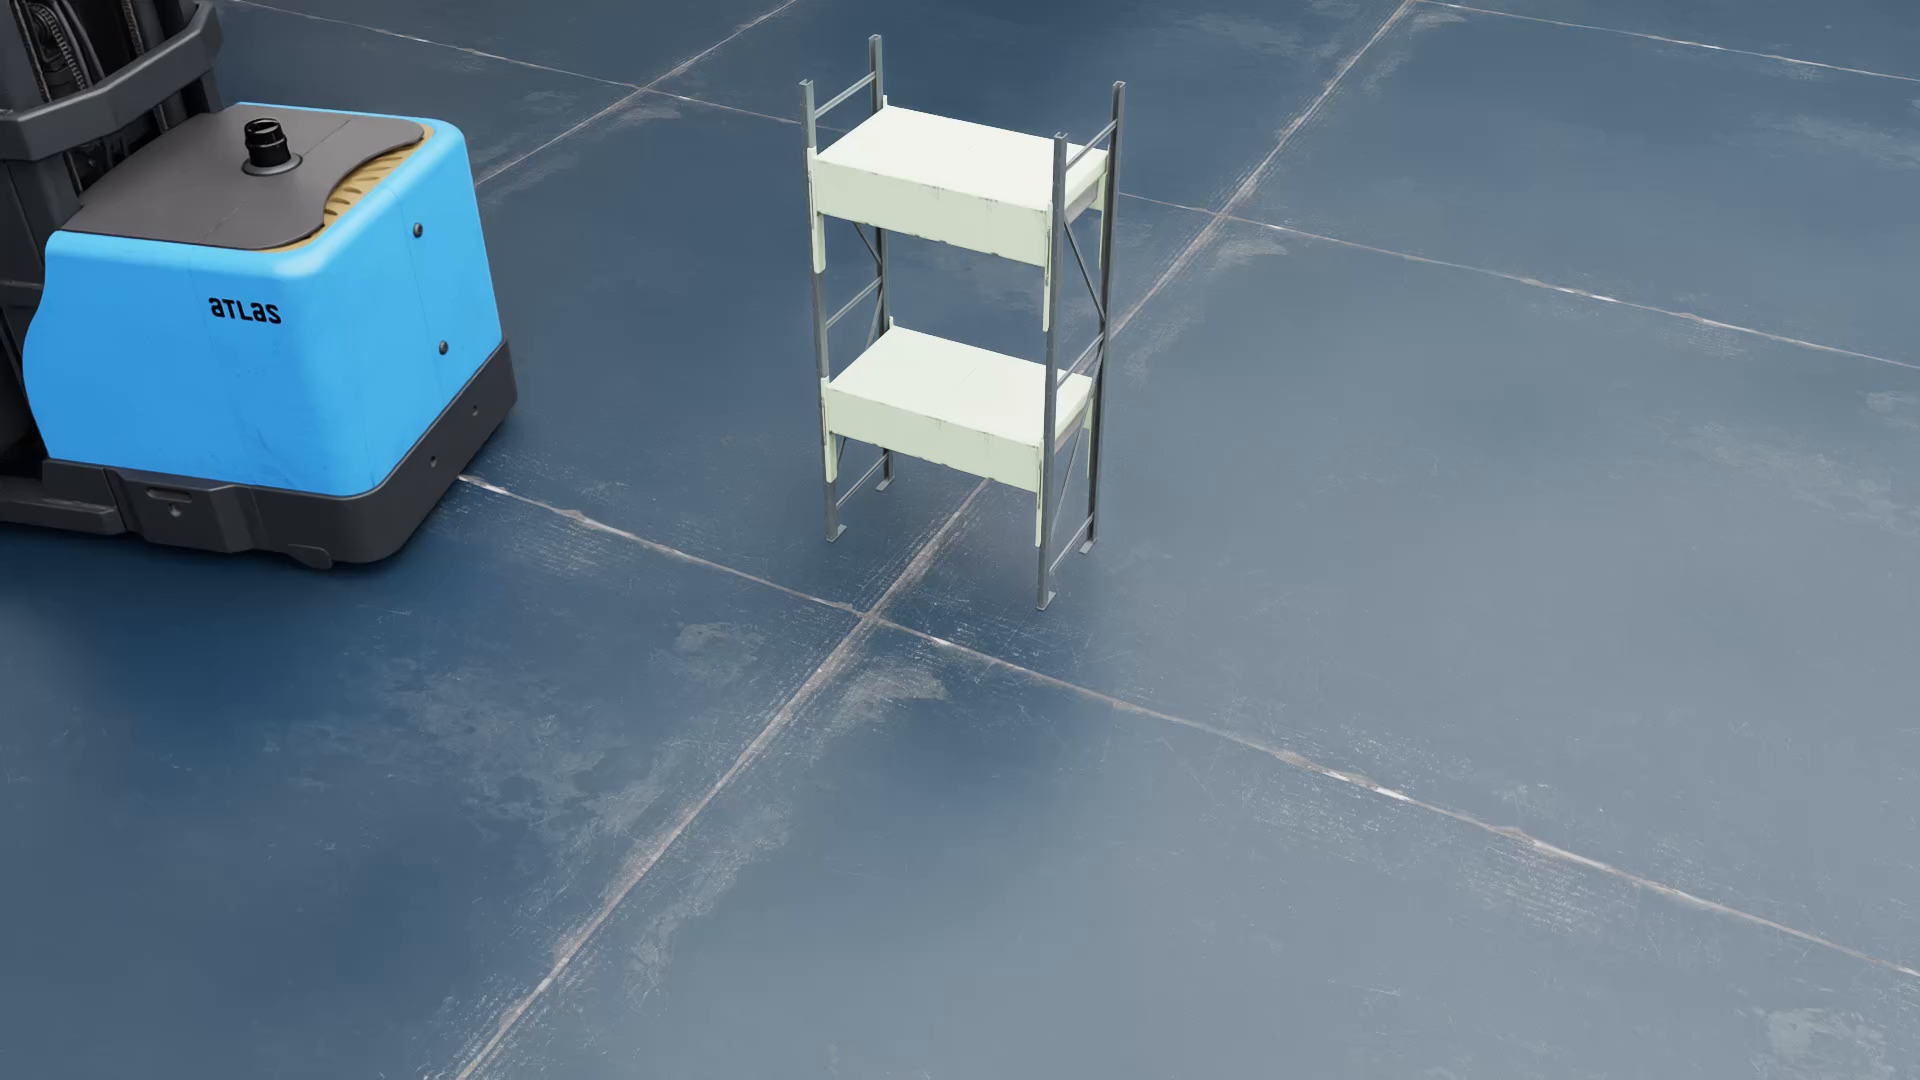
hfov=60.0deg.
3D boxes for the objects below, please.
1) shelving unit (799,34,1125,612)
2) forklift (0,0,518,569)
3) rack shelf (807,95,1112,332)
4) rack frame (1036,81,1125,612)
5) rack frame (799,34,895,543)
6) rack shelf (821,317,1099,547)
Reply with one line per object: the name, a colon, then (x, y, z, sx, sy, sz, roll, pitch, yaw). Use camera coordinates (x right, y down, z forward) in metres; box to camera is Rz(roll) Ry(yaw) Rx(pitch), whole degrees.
shelving unit: (0.006, -0.596, 4.794, 0.755, 1.500, 0.431, 17, 41, 21)
forklift: (-3.107, -1.529, 4.840, 3.031, 2.935, 1.130, 7, 38, 10)
rack shelf: (0.006, -0.906, 4.558, 0.720, 0.370, 0.431, 17, 41, 21)
rack frame: (0.331, -0.494, 4.660, 0.023, 1.500, 0.400, 17, 41, 21)
rack frame: (-0.319, -0.697, 4.928, 0.023, 1.500, 0.400, 17, 41, 21)
rack shelf: (0.006, -0.336, 4.991, 0.720, 0.370, 0.431, 17, 41, 21)
